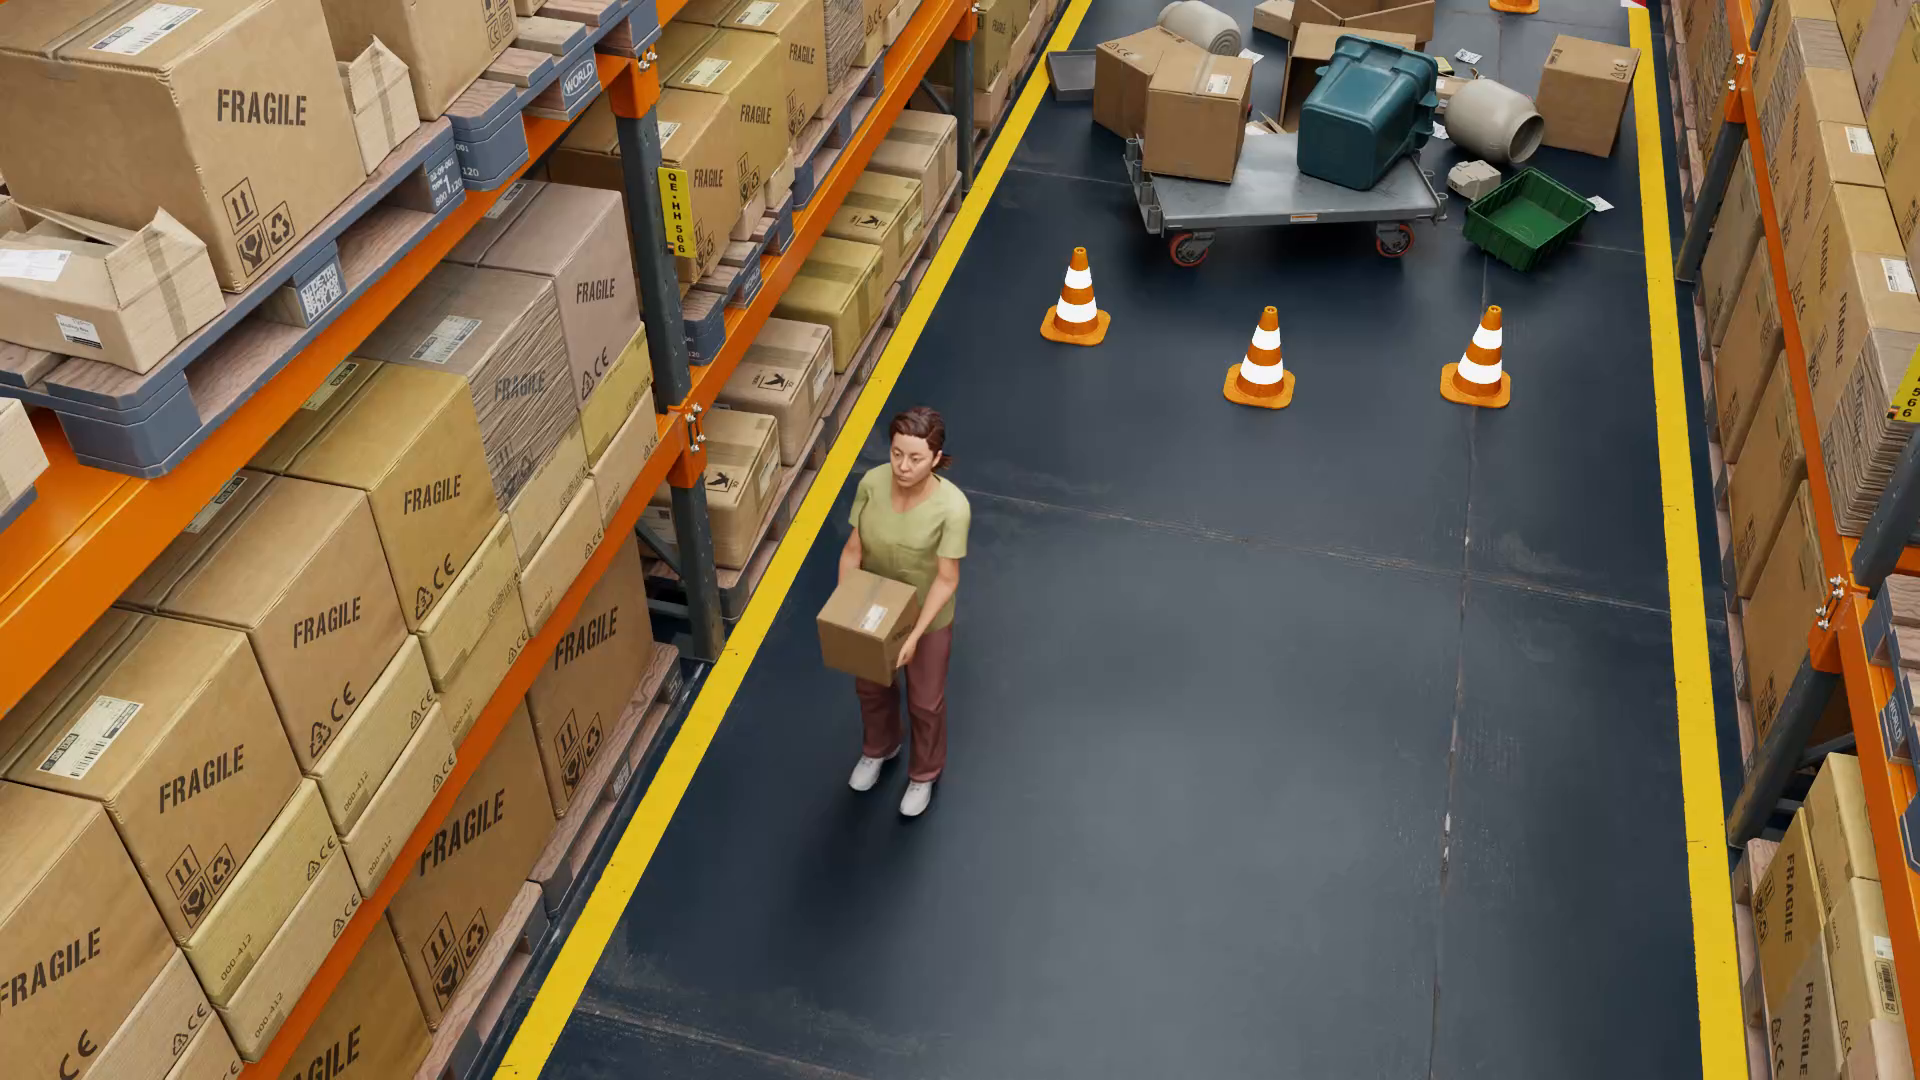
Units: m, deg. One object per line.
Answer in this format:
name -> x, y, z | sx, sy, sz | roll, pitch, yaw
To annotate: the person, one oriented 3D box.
person -> -0.206, 0.293, 5.826 | 0.435, 1.671, 0.546 | 17, 44, 18
